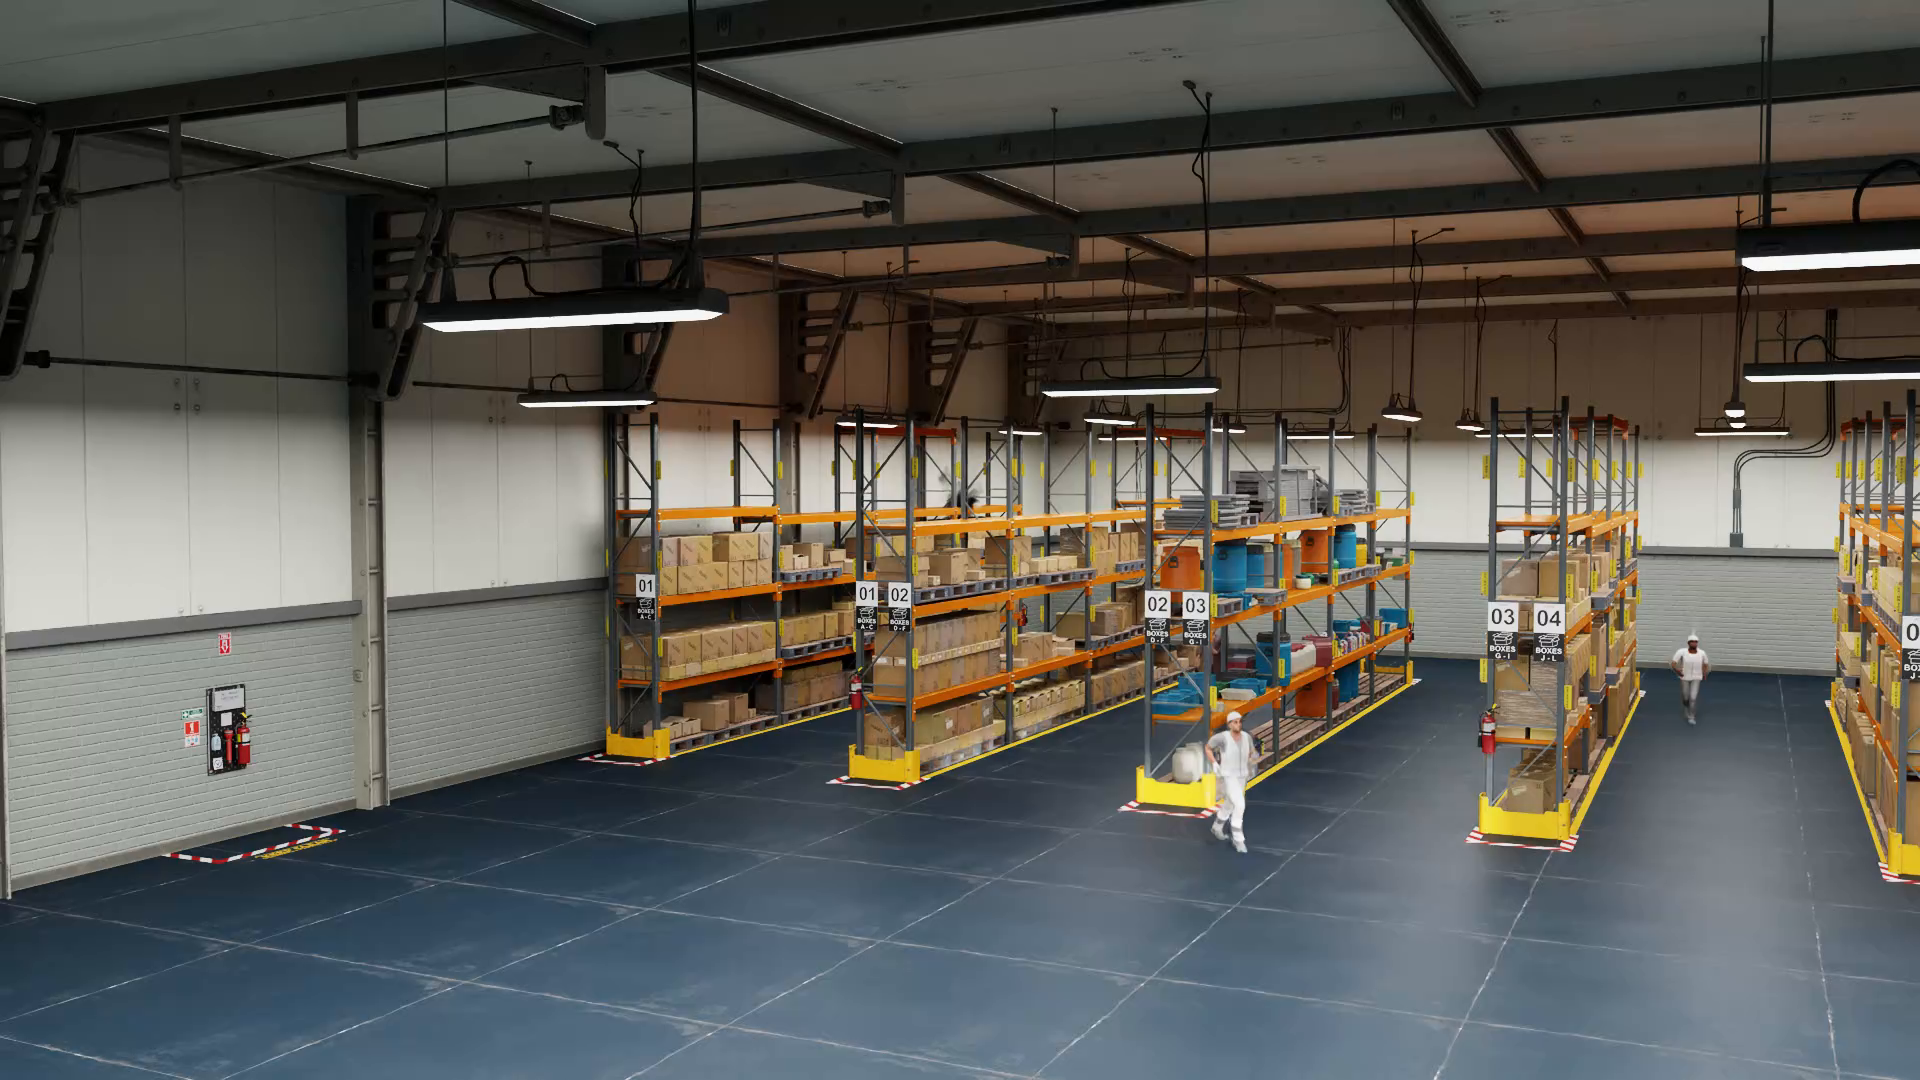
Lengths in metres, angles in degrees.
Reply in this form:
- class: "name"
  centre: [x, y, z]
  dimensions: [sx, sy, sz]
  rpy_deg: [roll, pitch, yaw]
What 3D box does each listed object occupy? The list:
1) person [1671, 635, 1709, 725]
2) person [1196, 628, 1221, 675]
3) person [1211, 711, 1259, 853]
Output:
- class: "person"
  centre: [14.478, 2.755, 32.958]
  dimensions: [0.692, 1.749, 0.703]
  rpy_deg: [1, 3, 18]
- class: "person"
  centre: [5.293, 2.629, 35.066]
  dimensions: [0.714, 1.754, 1.033]
  rpy_deg: [1, 3, 16]
- class: "person"
  centre: [3.595, 3.187, 22.059]
  dimensions: [0.471, 1.850, 0.801]
  rpy_deg: [-1, 3, -32]
